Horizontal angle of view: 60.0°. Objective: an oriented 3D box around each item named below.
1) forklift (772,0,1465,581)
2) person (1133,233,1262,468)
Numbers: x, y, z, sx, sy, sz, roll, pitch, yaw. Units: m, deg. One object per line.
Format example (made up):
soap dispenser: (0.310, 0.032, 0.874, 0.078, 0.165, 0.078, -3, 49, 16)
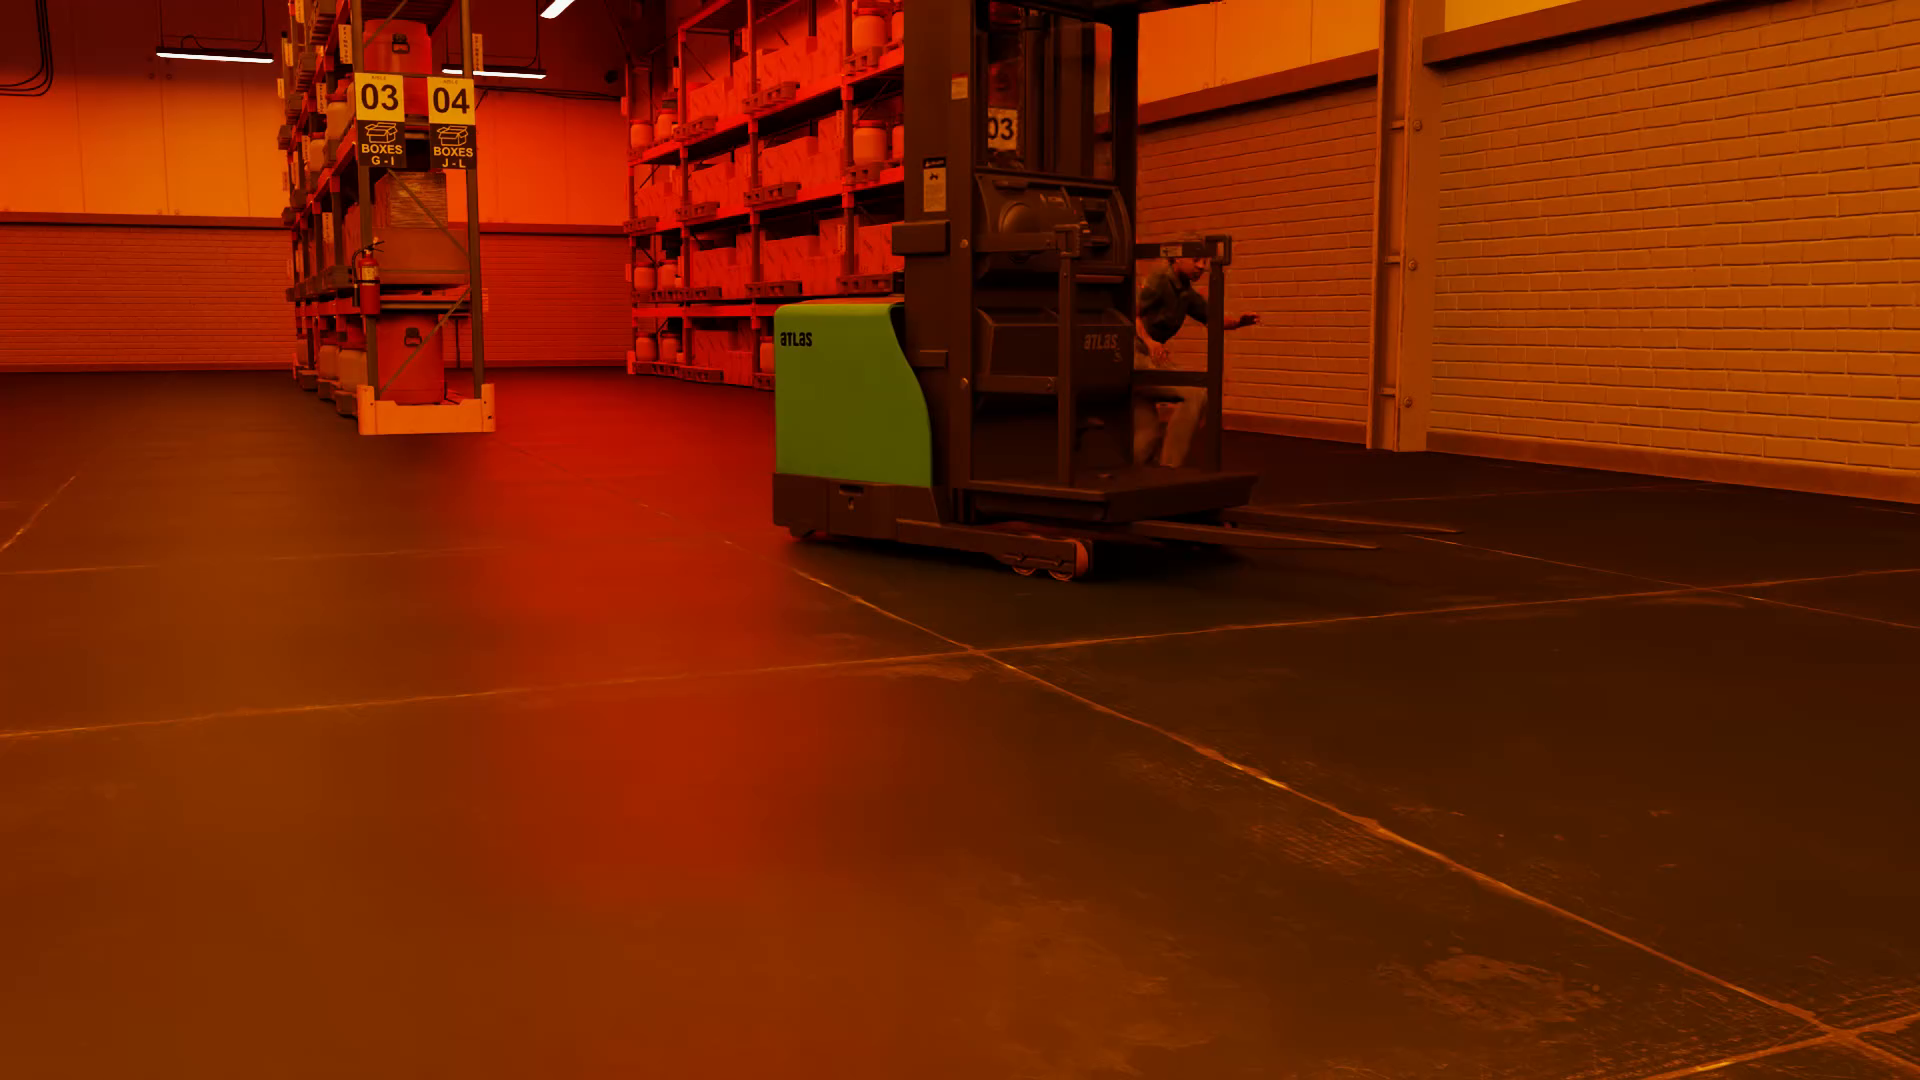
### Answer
forklift: (0.556, -1.370, 6.833, 3.031, 2.935, 1.130, 7, 10, 43)
person: (1.088, -0.841, 8.435, 0.841, 1.427, 0.899, 2, 8, 15)
